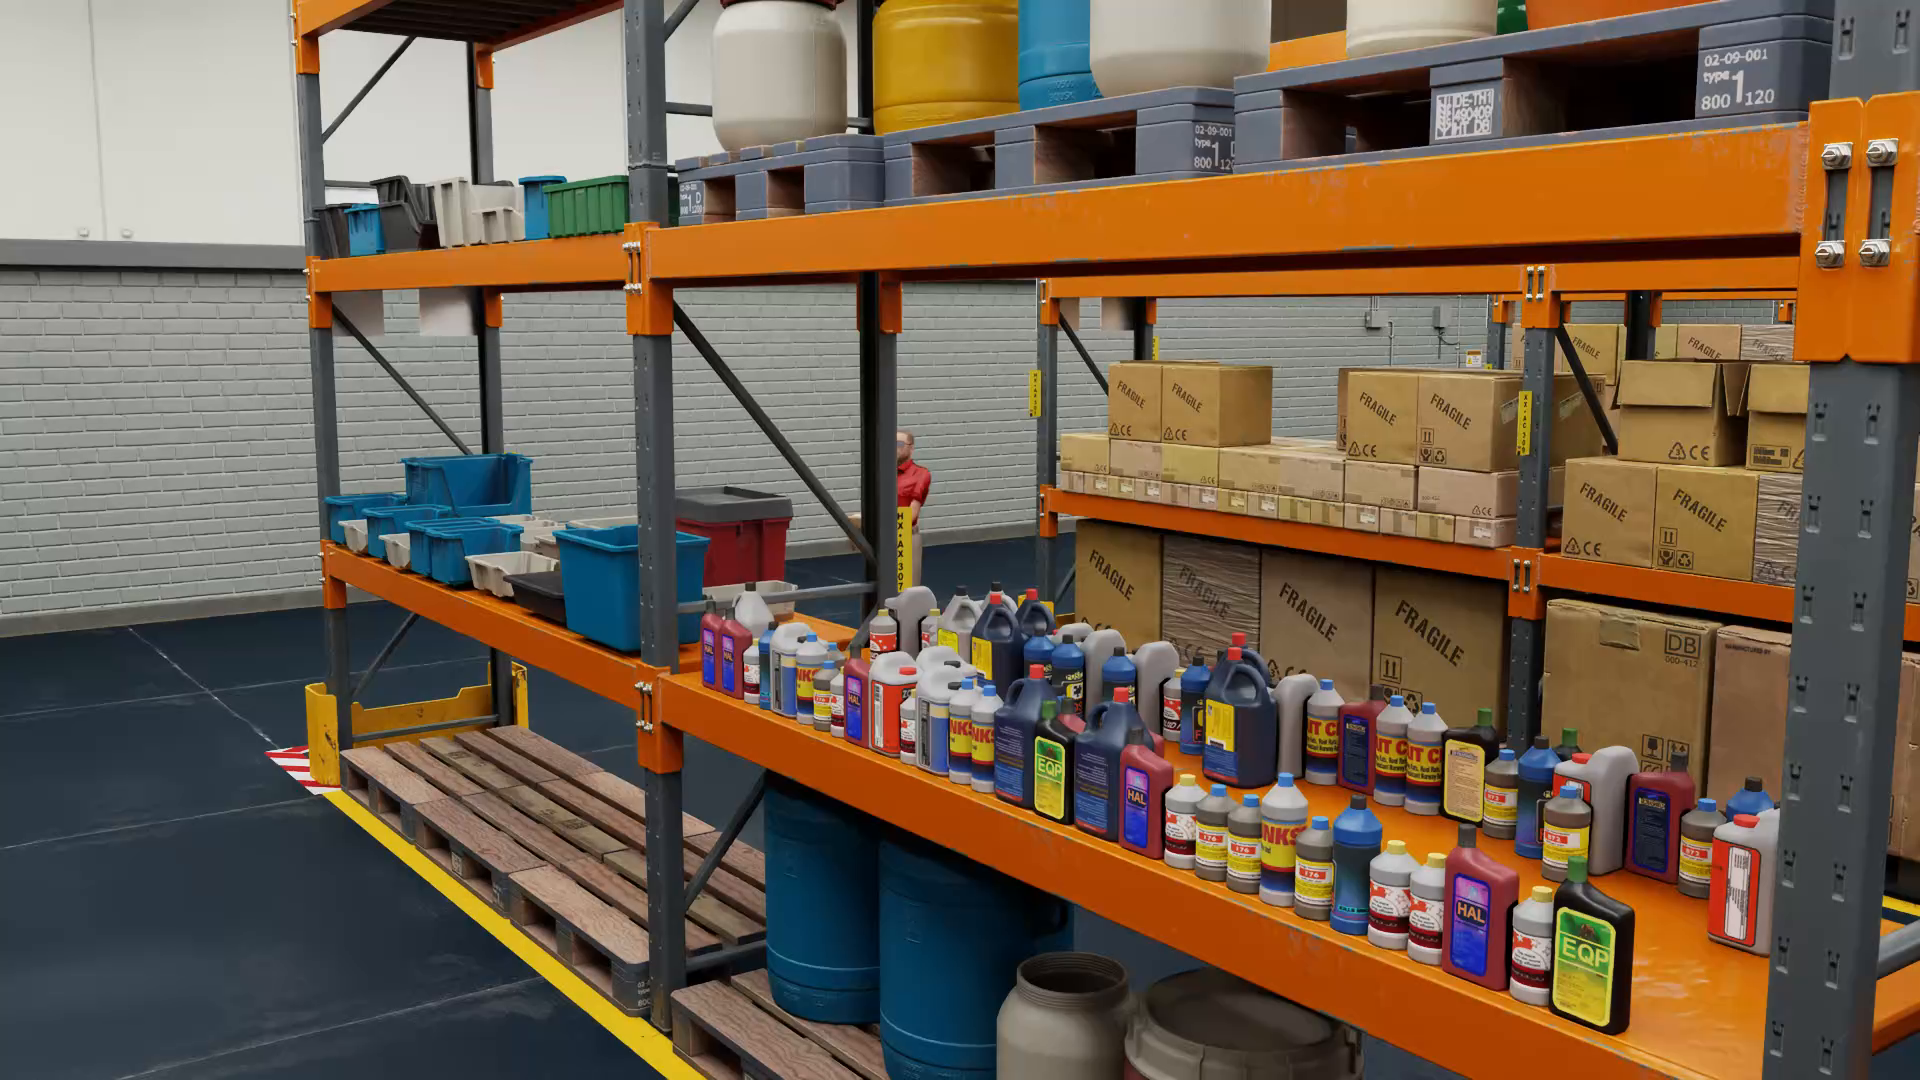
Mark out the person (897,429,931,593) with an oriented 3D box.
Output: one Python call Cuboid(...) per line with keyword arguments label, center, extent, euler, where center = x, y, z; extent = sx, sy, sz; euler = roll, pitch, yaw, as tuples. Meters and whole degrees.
Cuboid(label="person", center=(-0.504, 0.079, 11.824), extent=(0.494, 1.712, 0.529), euler=(5, 9, 31))
